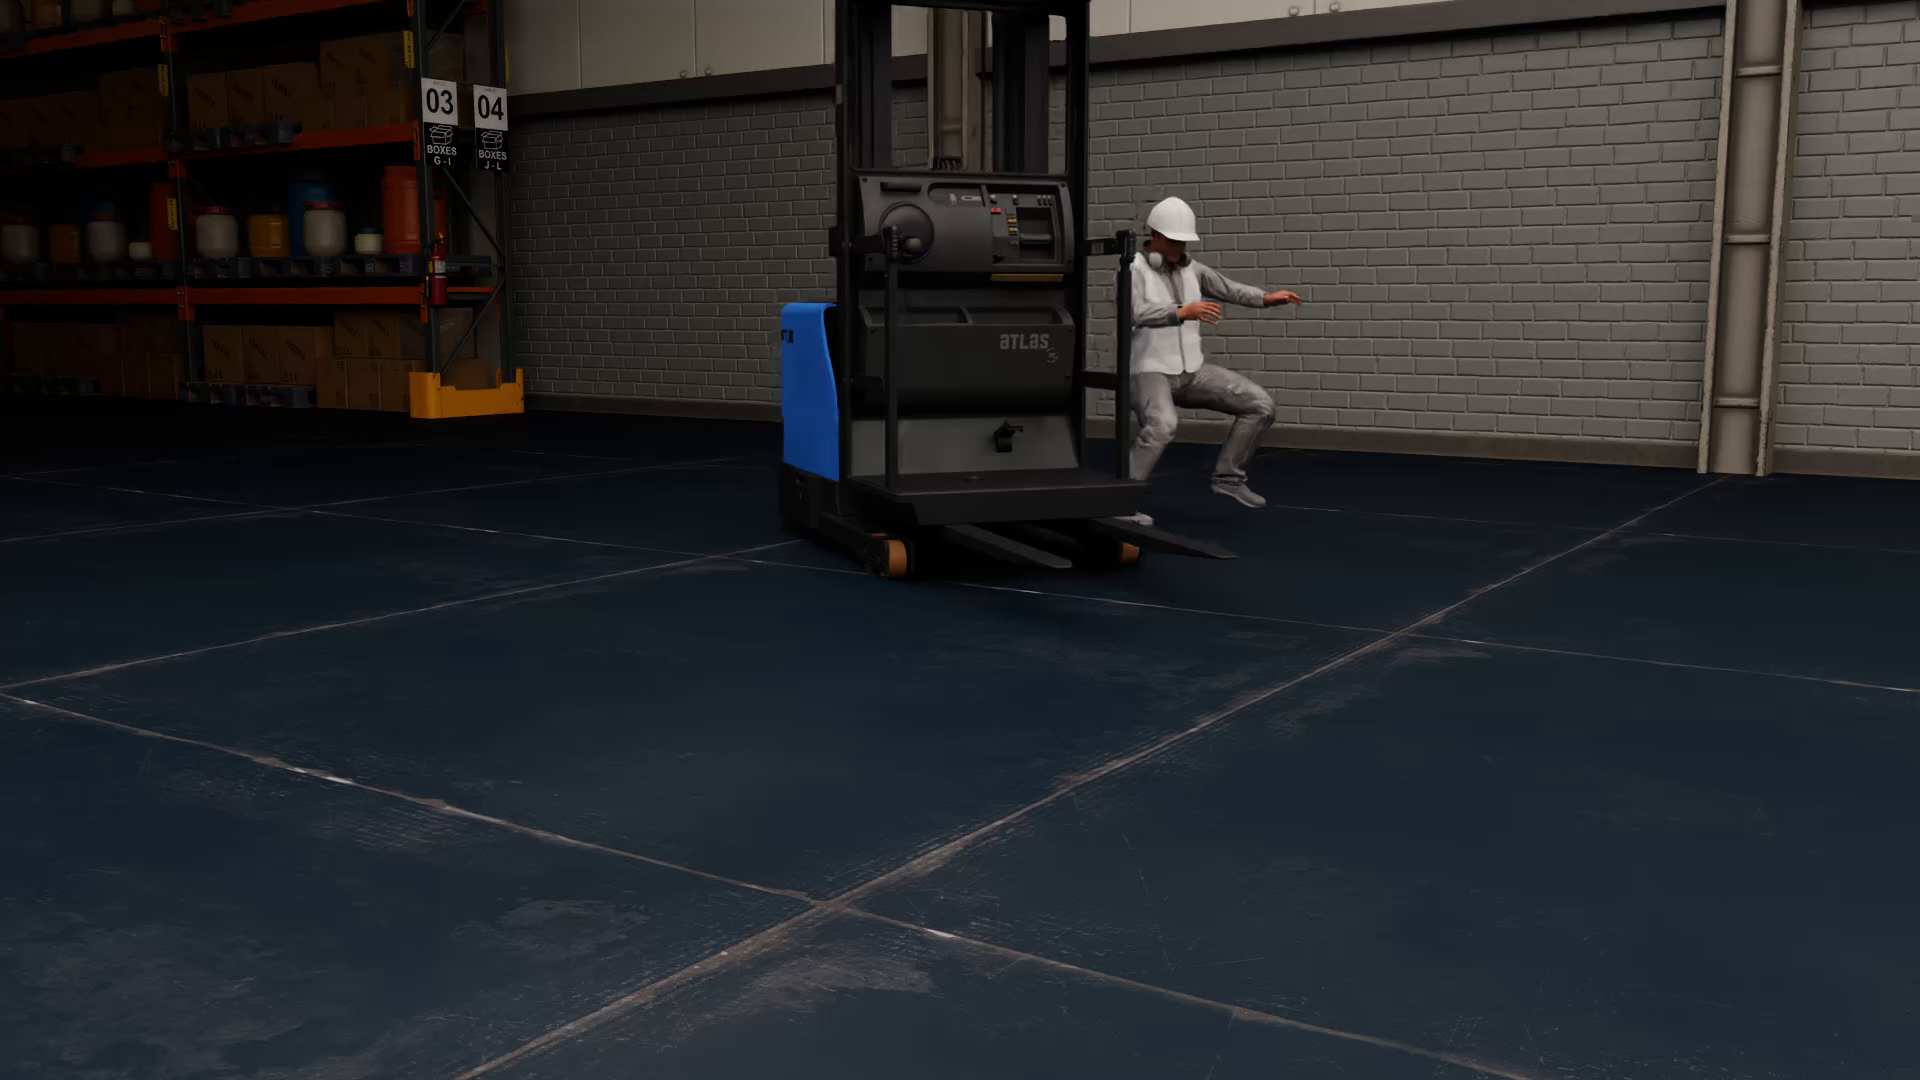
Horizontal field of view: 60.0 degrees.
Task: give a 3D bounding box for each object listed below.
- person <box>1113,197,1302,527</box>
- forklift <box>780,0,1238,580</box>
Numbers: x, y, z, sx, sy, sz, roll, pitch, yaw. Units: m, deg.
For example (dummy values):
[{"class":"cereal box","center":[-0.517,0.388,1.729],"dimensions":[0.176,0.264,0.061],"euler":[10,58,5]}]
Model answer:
[{"class":"person","center":[1.091,-0.861,7.956],"dimensions":[1.017,1.530,0.749],"euler":[-5,10,-32]},{"class":"forklift","center":[0.108,-1.358,6.739],"dimensions":[1.130,2.935,3.031],"euler":[-3,9,-20]}]
